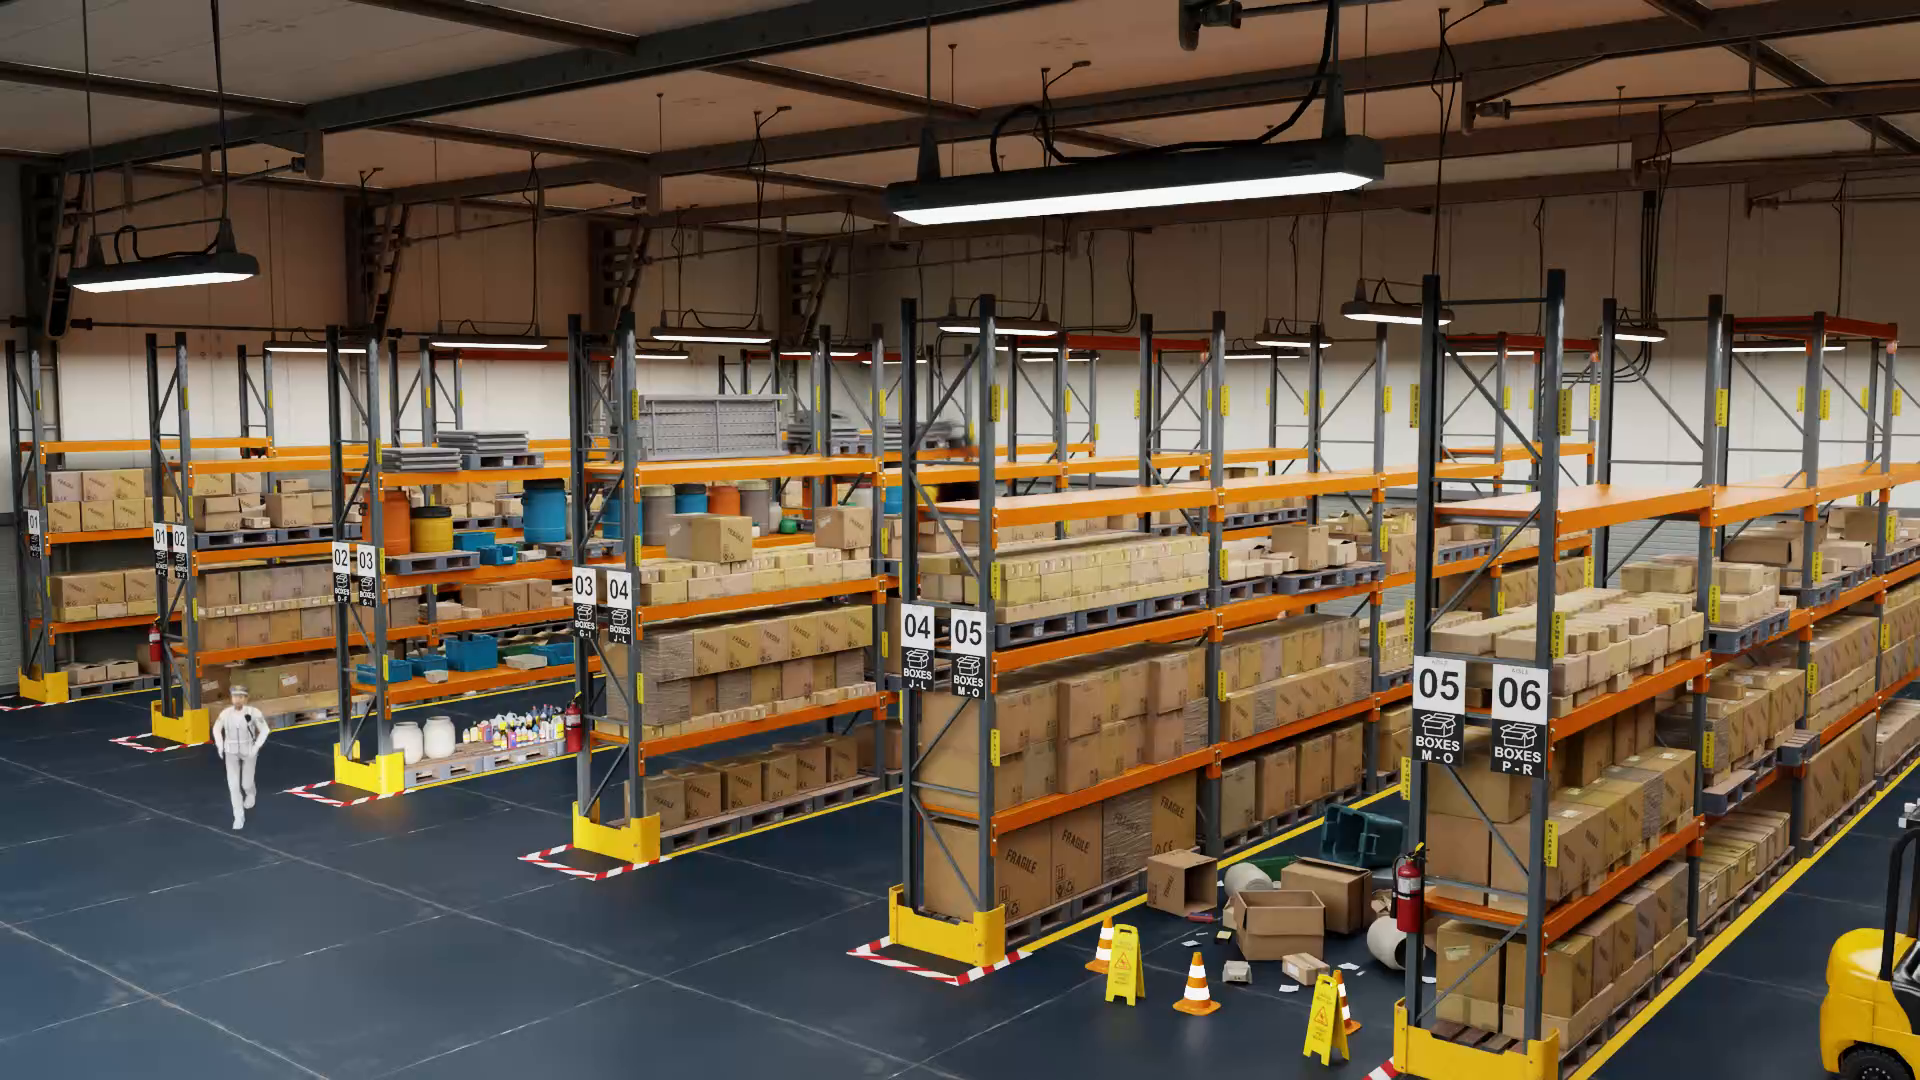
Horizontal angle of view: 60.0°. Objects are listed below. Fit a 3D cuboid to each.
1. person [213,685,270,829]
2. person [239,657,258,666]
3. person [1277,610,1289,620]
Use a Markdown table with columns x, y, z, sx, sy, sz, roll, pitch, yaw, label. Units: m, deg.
| x | y | z | sx | sy | sz | roll | pitch | yaw | label |
| --- | --- | --- | --- | --- | --- | --- | --- | --- | --- |
| -8.613 | 2.564 | 19.937 | 0.644 | 1.684 | 0.765 | -1 | 5 | -16 | person |
| -11.607 | 1.937 | 27.221 | 0.538 | 1.596 | 0.812 | 3 | 6 | 26 | person |
| 5.178 | 1.919 | 26.748 | 0.584 | 1.645 | 0.939 | 3 | 6 | 30 | person |
